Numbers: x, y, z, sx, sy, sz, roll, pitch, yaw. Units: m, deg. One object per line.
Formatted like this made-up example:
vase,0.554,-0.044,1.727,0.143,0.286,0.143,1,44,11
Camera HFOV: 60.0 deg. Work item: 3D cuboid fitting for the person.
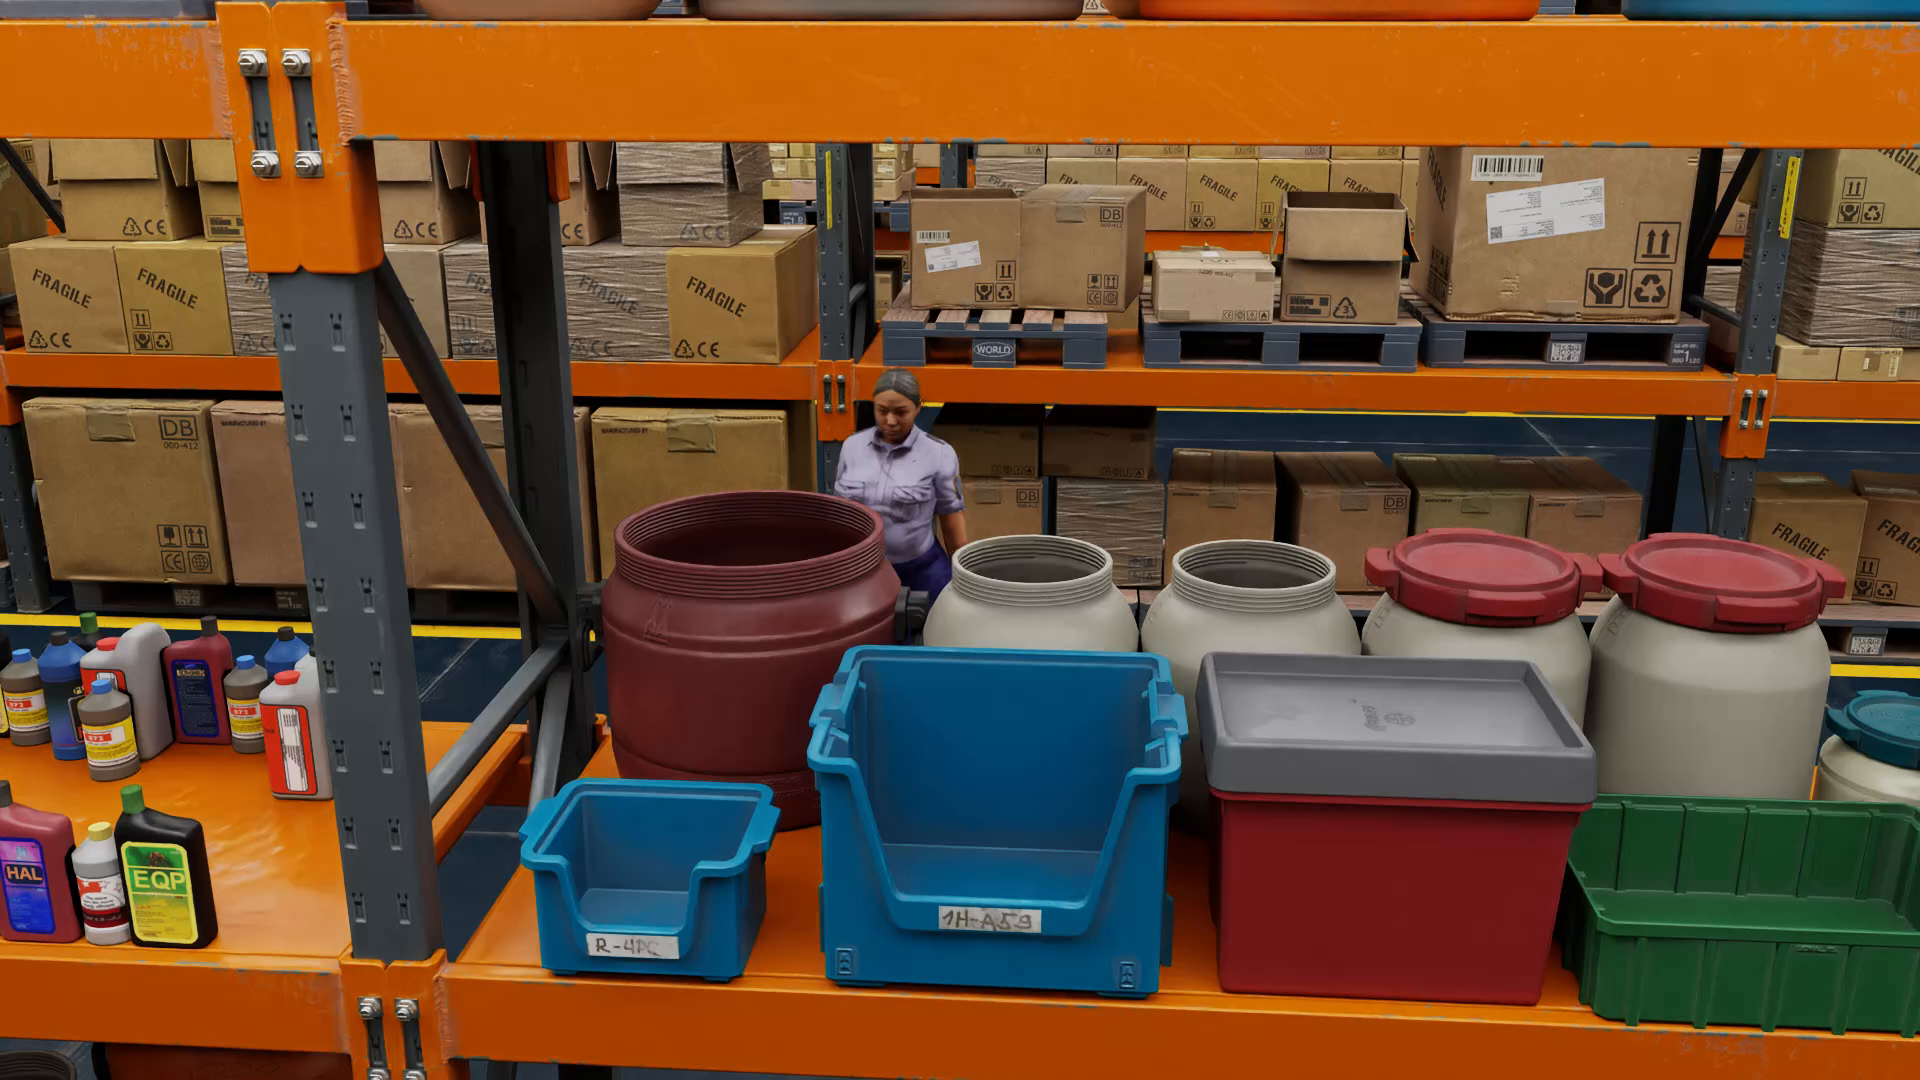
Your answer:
person,-0.214,0.169,6.011,0.509,1.626,0.642,7,19,20
